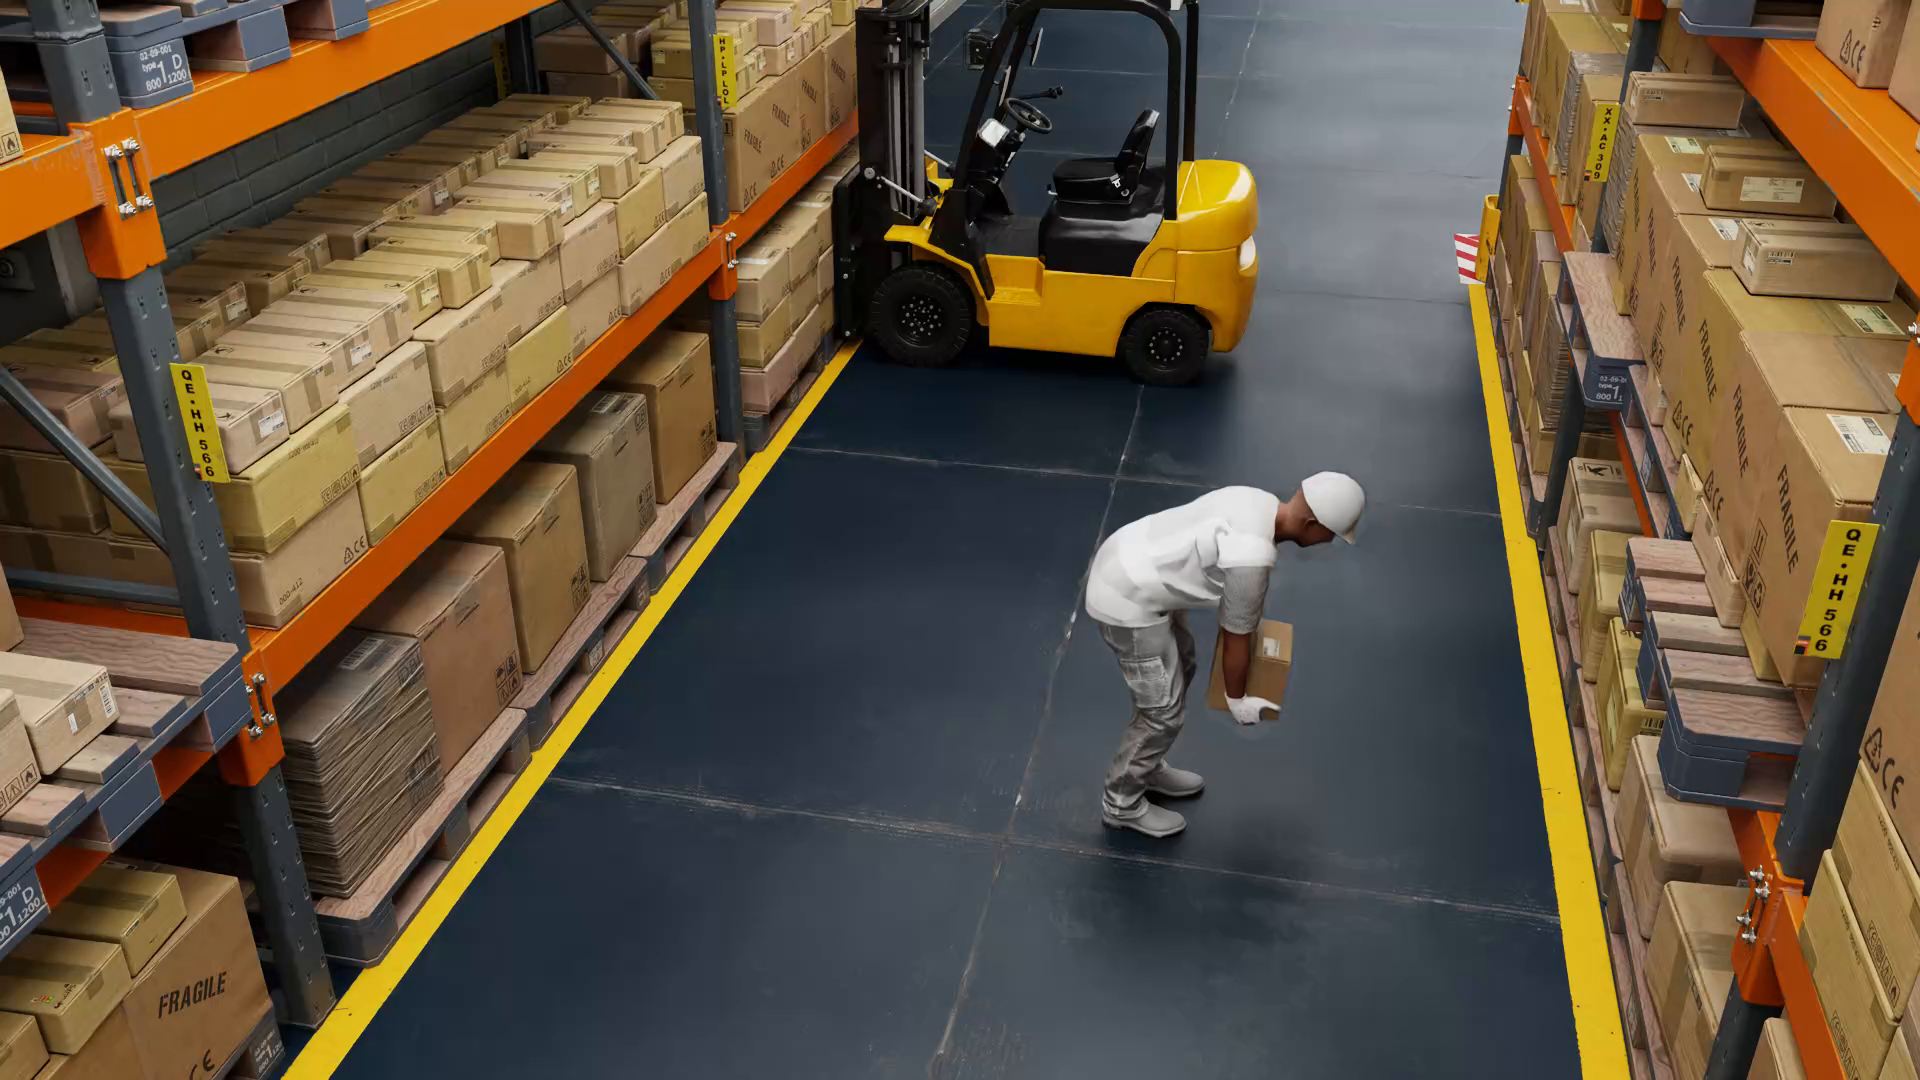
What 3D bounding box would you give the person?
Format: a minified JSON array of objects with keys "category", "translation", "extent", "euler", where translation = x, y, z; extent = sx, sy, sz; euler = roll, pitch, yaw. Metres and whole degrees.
[{"category":"person","translation":[0.884,0.374,5.809],"extent":[0.902,1.404,0.484],"euler":[5,29,9]}]
